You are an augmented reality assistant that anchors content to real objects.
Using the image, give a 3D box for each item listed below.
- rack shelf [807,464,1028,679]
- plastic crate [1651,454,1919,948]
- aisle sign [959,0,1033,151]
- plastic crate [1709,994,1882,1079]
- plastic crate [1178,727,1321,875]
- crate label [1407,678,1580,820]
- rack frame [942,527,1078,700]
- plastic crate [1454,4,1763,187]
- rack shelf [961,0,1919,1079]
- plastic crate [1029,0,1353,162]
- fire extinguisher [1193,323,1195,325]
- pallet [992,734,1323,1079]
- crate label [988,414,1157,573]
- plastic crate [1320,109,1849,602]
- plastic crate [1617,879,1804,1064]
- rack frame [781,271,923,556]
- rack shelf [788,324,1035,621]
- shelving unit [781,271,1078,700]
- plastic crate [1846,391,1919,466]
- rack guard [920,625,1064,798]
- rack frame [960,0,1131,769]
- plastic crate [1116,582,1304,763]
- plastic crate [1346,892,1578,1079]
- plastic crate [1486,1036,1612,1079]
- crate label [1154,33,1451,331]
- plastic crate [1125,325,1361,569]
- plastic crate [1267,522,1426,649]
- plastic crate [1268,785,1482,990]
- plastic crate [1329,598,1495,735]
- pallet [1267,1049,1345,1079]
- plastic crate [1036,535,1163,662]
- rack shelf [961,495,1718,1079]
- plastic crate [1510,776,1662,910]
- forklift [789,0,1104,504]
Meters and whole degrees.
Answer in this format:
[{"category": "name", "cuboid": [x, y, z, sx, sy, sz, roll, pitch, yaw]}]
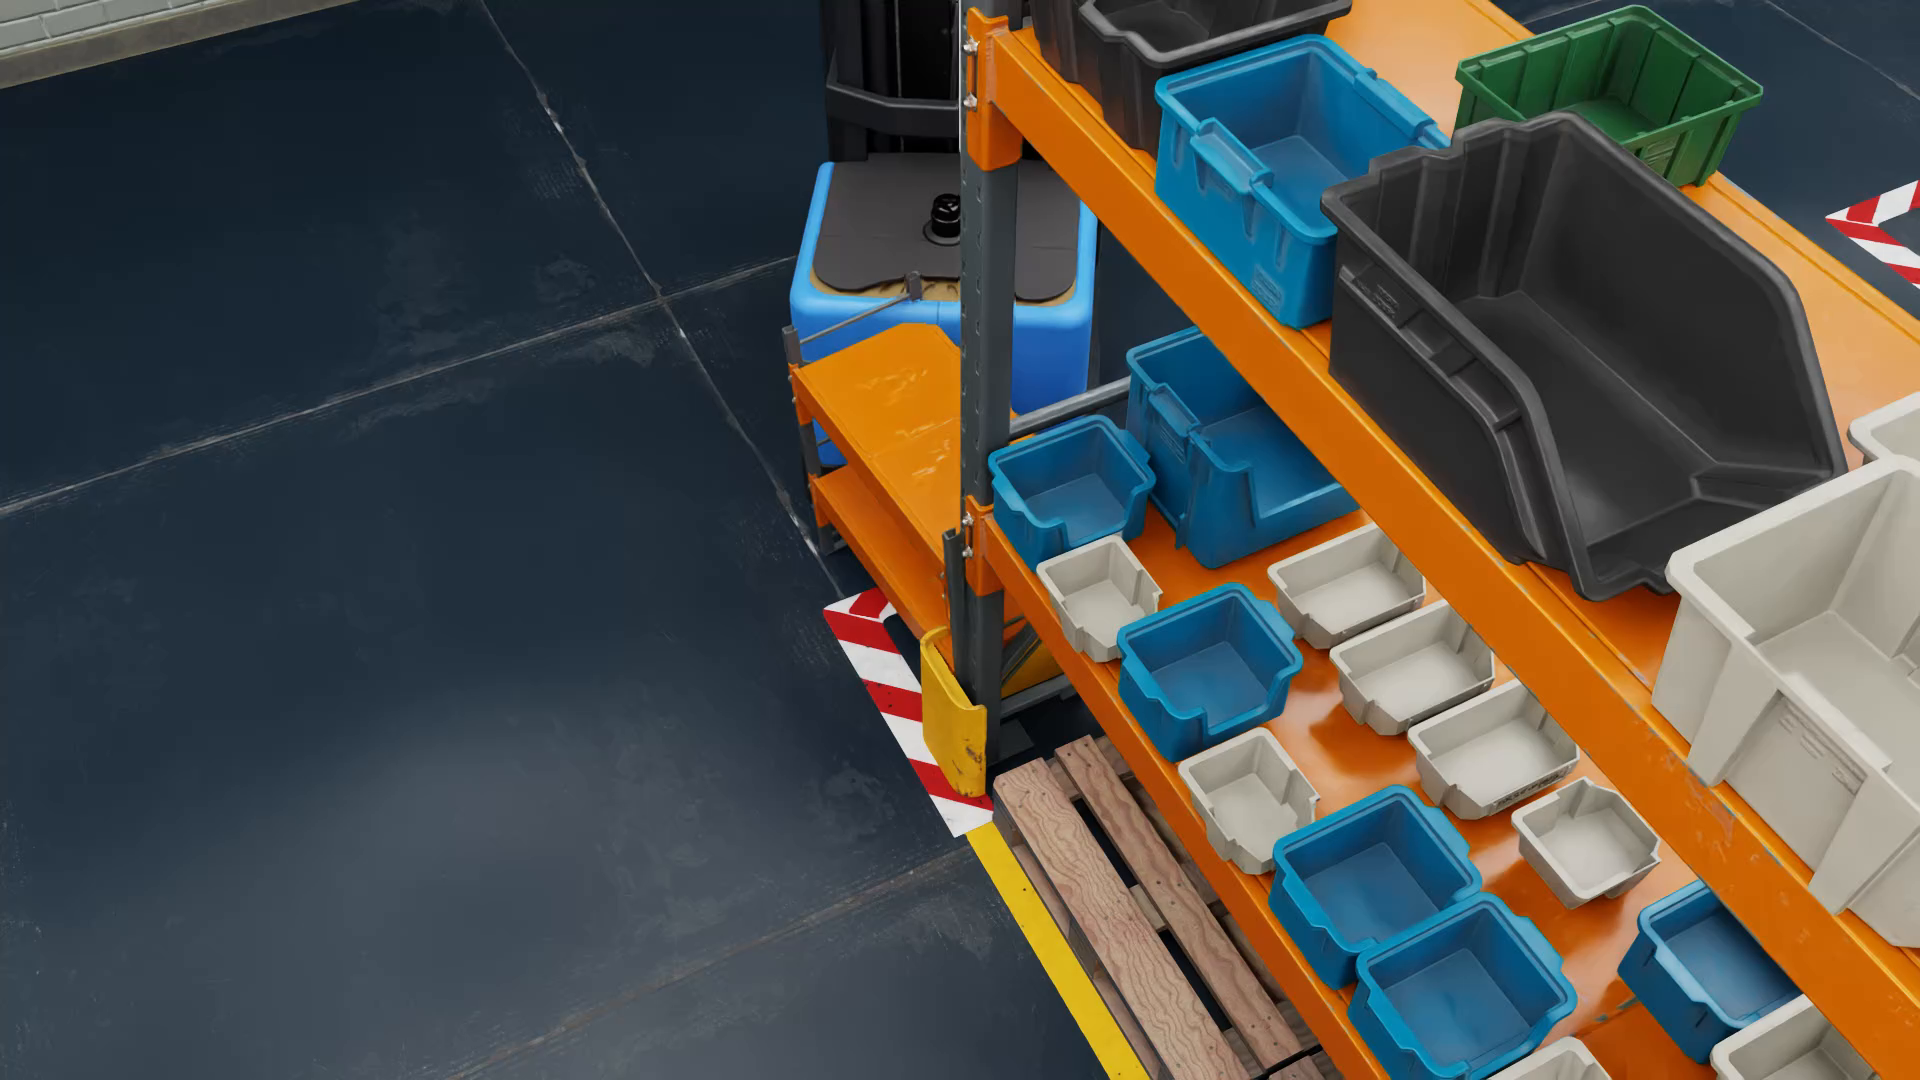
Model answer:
[{"category": "rack shelf", "cuboid": [-0.050, 0.070, 5.721, 0.538, 0.278, 1.000, -26, 54, -17]}, {"category": "plastic crate", "cuboid": [1.211, 0.220, 2.151, 0.437, 0.282, 0.530, -21, 52, -18]}, {"category": "aisle sign", "cuboid": [0.174, -1.223, 3.600, 0.394, 0.787, 0.004, -21, 52, -18]}, {"category": "plastic crate", "cuboid": [1.767, 1.190, 3.256, 0.437, 0.282, 0.530, -21, 52, -18]}, {"category": "plastic crate", "cuboid": [0.675, 0.622, 3.849, 0.250, 0.136, 0.298, -21, 52, -18]}, {"category": "crate label", "cuboid": [1.275, 0.506, 3.950, 0.396, 0.136, 0.243, -21, 52, -18]}, {"category": "rack frame", "cuboid": [0.198, 0.242, 5.245, 0.500, 1.125, 0.032, -26, 54, -17]}, {"category": "plastic crate", "cuboid": [1.177, -0.777, 3.085, 0.450, 0.188, 0.336, -21, 52, -18]}, {"category": "rack shelf", "cuboid": [1.387, 0.167, 2.597, 1.077, 0.370, 4.000, -21, 52, -18]}, {"category": "plastic crate", "cuboid": [0.400, -1.012, 3.236, 0.497, 0.269, 0.590, -21, 52, -18]}, {"category": "fire extinguisher", "cuboid": [0.807, -0.531, 5.020, 0.296, 0.674, 0.183, -21, 52, -18]}, {"category": "pallet", "cuboid": [0.814, 1.062, 5.181, 1.003, 0.211, 1.213, -21, 52, -18]}, {"category": "crate label", "cuboid": [0.292, -0.107, 4.422, 0.416, 0.233, 0.303, -21, 52, -18]}, {"category": "plastic crate", "cuboid": [0.926, -0.271, 2.543, 0.504, 0.338, 0.767, -21, 52, -18]}, {"category": "plastic crate", "cuboid": [1.639, 0.900, 3.541, 0.416, 0.233, 0.300, -21, 52, -18]}, {"category": "rack frame", "cuboid": [-0.323, -0.414, 5.821, 0.500, 1.125, 0.032, -26, 54, -17]}, {"category": "rack shelf", "cuboid": [-0.077, -0.272, 5.308, 0.538, 0.278, 1.000, -26, 54, -17]}, {"category": "shelving unit", "cuboid": [-0.062, -0.086, 5.533, 0.538, 1.125, 1.048, -26, 54, -17]}, {"category": "plastic crate", "cuboid": [1.638, -0.025, 2.461, 0.437, 0.136, 0.530, -21, 52, -18]}, {"category": "rack guard", "cuboid": [0.449, 0.390, 5.577, 1.175, 0.500, 0.348, -21, 52, -18]}, {"category": "rack frame", "cuboid": [0.472, -0.421, 4.626, 1.000, 3.000, 0.127, -21, 52, -18]}, {"category": "plastic crate", "cuboid": [0.593, 0.333, 4.037, 0.416, 0.233, 0.300, -21, 52, -18]}, {"category": "plastic crate", "cuboid": [1.032, 0.975, 3.476, 0.416, 0.233, 0.300, -21, 52, -18]}, {"category": "plastic crate", "cuboid": [1.238, 1.261, 3.290, 0.293, 0.136, 0.466, -21, 52, -18]}, {"category": "crate label", "cuboid": [0.606, -0.631, 2.915, 0.408, 0.251, 0.502, -21, 52, -18]}, {"category": "plastic crate", "cuboid": [0.791, -0.293, 4.450, 0.616, 0.435, 0.499, -21, 52, -18]}, {"category": "plastic crate", "cuboid": [1.006, 0.129, 4.280, 0.396, 0.136, 0.243, -21, 52, -18]}, {"category": "plastic crate", "cuboid": [0.894, 0.774, 3.652, 0.416, 0.233, 0.300, -21, 52, -18]}, {"category": "plastic crate", "cuboid": [1.125, 0.328, 4.106, 0.396, 0.136, 0.243, -21, 52, -18]}, {"category": "pallet", "cuboid": [1.369, 1.877, 4.468, 1.003, 0.211, 1.213, -21, 52, -18]}, {"category": "plastic crate", "cuboid": [0.365, 0.168, 4.246, 0.250, 0.136, 0.298, -21, 52, -18]}, {"category": "rack shelf", "cuboid": [1.387, 1.154, 3.726, 1.077, 0.370, 4.000, -21, 52, -18]}, {"category": "plastic crate", "cuboid": [1.427, 0.698, 3.782, 0.298, 0.136, 0.250, -21, 52, -18]}, {"category": "forklift", "cuboid": [0.053, -2.136, 6.171, 1.130, 2.935, 3.031, 4, 49, 3]}]
